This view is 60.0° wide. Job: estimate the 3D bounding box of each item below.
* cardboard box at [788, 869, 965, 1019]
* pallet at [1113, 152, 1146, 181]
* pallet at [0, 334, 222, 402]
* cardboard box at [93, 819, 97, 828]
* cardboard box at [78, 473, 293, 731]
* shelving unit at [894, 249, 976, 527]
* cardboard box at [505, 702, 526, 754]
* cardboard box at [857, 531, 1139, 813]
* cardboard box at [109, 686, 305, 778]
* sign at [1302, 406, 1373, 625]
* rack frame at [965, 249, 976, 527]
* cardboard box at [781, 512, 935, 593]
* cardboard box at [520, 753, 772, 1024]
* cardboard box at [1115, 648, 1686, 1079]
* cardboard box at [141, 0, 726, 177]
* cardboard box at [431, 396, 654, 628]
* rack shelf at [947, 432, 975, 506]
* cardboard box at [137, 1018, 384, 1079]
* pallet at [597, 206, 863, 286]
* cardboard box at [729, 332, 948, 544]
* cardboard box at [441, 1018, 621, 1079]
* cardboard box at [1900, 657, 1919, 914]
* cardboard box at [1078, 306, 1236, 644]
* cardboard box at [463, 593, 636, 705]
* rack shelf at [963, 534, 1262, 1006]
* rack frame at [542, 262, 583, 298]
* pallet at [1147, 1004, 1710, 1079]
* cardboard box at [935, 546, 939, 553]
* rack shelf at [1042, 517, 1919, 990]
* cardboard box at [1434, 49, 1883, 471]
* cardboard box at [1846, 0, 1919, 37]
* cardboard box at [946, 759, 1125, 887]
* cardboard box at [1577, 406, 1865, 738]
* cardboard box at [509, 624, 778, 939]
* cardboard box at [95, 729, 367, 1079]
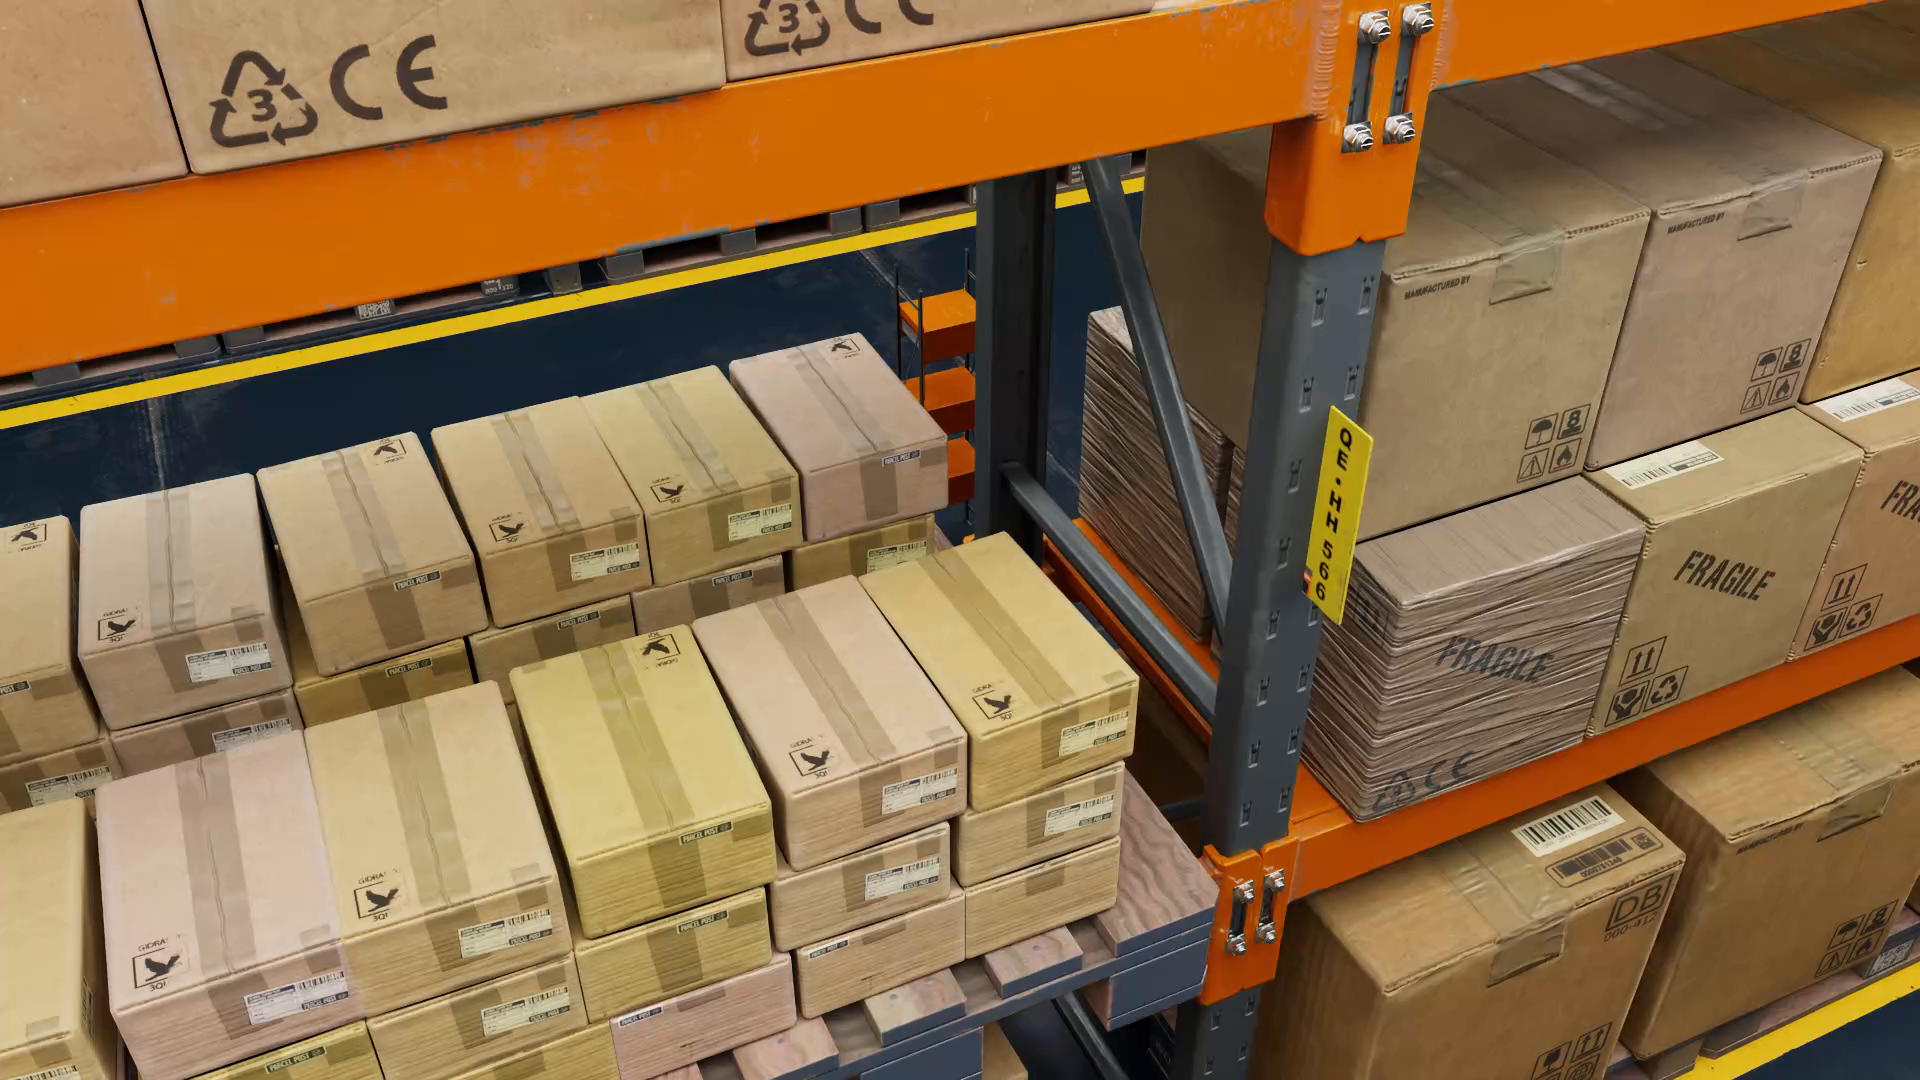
[{"bbox_3d":[-0.182,0.478,2.446,0.250,0.149,0.380,-16,39,-20],"label":"cardboard box"},{"bbox_3d":[1.016,-2.227,8.576,1.213,0.211,1.003,-16,39,-20],"label":"pallet"},{"bbox_3d":[-3.749,-0.947,6.850,1.213,0.211,1.003,-16,39,-20],"label":"pallet"},{"bbox_3d":[-1.396,0.385,2.572,0.250,0.149,0.380,-15,39,-19],"label":"cardboard box"},{"bbox_3d":[-1.157,0.082,2.480,0.250,0.149,0.380,-14,39,-18],"label":"cardboard box"},{"bbox_3d":[-0.048,-0.408,5.419,0.252,1.050,0.215,-16,39,-20],"label":"shelving unit"},{"bbox_3d":[-0.683,0.184,2.842,0.250,0.149,0.380,-14,39,-18],"label":"cardboard box"},{"bbox_3d":[0.045,0.176,2.354,0.250,0.149,0.380,-17,40,-22],"label":"cardboard box"},{"bbox_3d":[-1.168,0.204,2.566,0.250,0.149,0.380,-16,39,-20],"label":"cardboard box"},{"bbox_3d":[0.533,-0.032,2.369,0.005,0.325,0.100,-16,39,-20],"label":"sign"},{"bbox_3d":[0.062,-0.439,5.461,0.008,1.050,0.200,-16,39,-20],"label":"rack frame"},{"bbox_3d":[-0.228,-0.062,2.924,0.250,0.149,0.380,-14,39,-18],"label":"cardboard box"},{"bbox_3d":[-0.437,0.431,2.260,0.250,0.149,0.380,-15,39,-19],"label":"cardboard box"},{"bbox_3d":[0.884,0.740,3.770,0.750,0.750,1.050,-16,40,-21],"label":"cardboard box"},{"bbox_3d":[-0.562,-0.719,1.599,0.500,0.500,0.500,-16,39,-20],"label":"cardboard box"},{"bbox_3d":[-0.672,-0.054,2.664,0.250,0.149,0.380,-16,39,-20],"label":"cardboard box"},{"bbox_3d":[-0.048,-0.176,5.591,0.240,0.259,0.215,-16,39,-20],"label":"rack shelf"},{"bbox_3d":[-0.890,0.556,2.091,0.250,0.149,0.380,-16,39,-20],"label":"cardboard box"},{"bbox_3d":[-1.192,-1.610,7.743,1.213,0.211,1.003,-16,39,-20],"label":"pallet"},{"bbox_3d":[-0.210,-0.182,2.836,0.250,0.149,0.380,-16,39,-20],"label":"cardboard box"},{"bbox_3d":[-0.642,0.605,2.275,0.250,0.149,0.380,-16,40,-21],"label":"cardboard box"},{"bbox_3d":[2.517,0.281,4.389,0.750,0.750,1.050,-16,39,-20],"label":"cardboard box"},{"bbox_3d":[0.588,-0.188,3.401,0.500,0.500,0.500,-16,39,-20],"label":"cardboard box"},{"bbox_3d":[-0.713,0.077,2.737,0.250,0.149,0.380,-17,40,-21],"label":"cardboard box"},{"bbox_3d":[-1.516,0.906,2.614,4.000,0.370,1.077,-16,39,-20],"label":"rack shelf"},{"bbox_3d":[-1.900,-2.533,6.647,0.127,3.000,1.000,-16,39,-20],"label":"rack frame"},{"bbox_3d":[1.040,1.072,4.127,1.213,0.211,1.003,-16,39,-20],"label":"pallet"},{"bbox_3d":[-0.197,0.048,3.026,0.250,0.149,0.380,-16,40,-21],"label":"cardboard box"},{"bbox_3d":[2.105,-0.106,3.979,4.000,0.370,1.077,-16,39,-20],"label":"rack shelf"},{"bbox_3d":[1.162,-0.568,3.074,0.500,0.500,0.700,-16,40,-21],"label":"cardboard box"},{"bbox_3d":[2.088,-0.828,3.425,0.500,0.500,0.700,-16,39,-20],"label":"cardboard box"},{"bbox_3d":[0.041,0.295,2.444,0.250,0.149,0.380,-15,39,-19],"label":"cardboard box"},{"bbox_3d":[1.274,-0.027,3.185,0.500,0.500,0.500,-16,39,-20],"label":"cardboard box"},{"bbox_3d":[-0.420,0.304,2.181,0.250,0.149,0.380,-14,39,-19],"label":"cardboard box"},{"bbox_3d":[-0.881,0.432,2.009,0.250,0.149,0.380,-16,39,-20],"label":"cardboard box"}]
